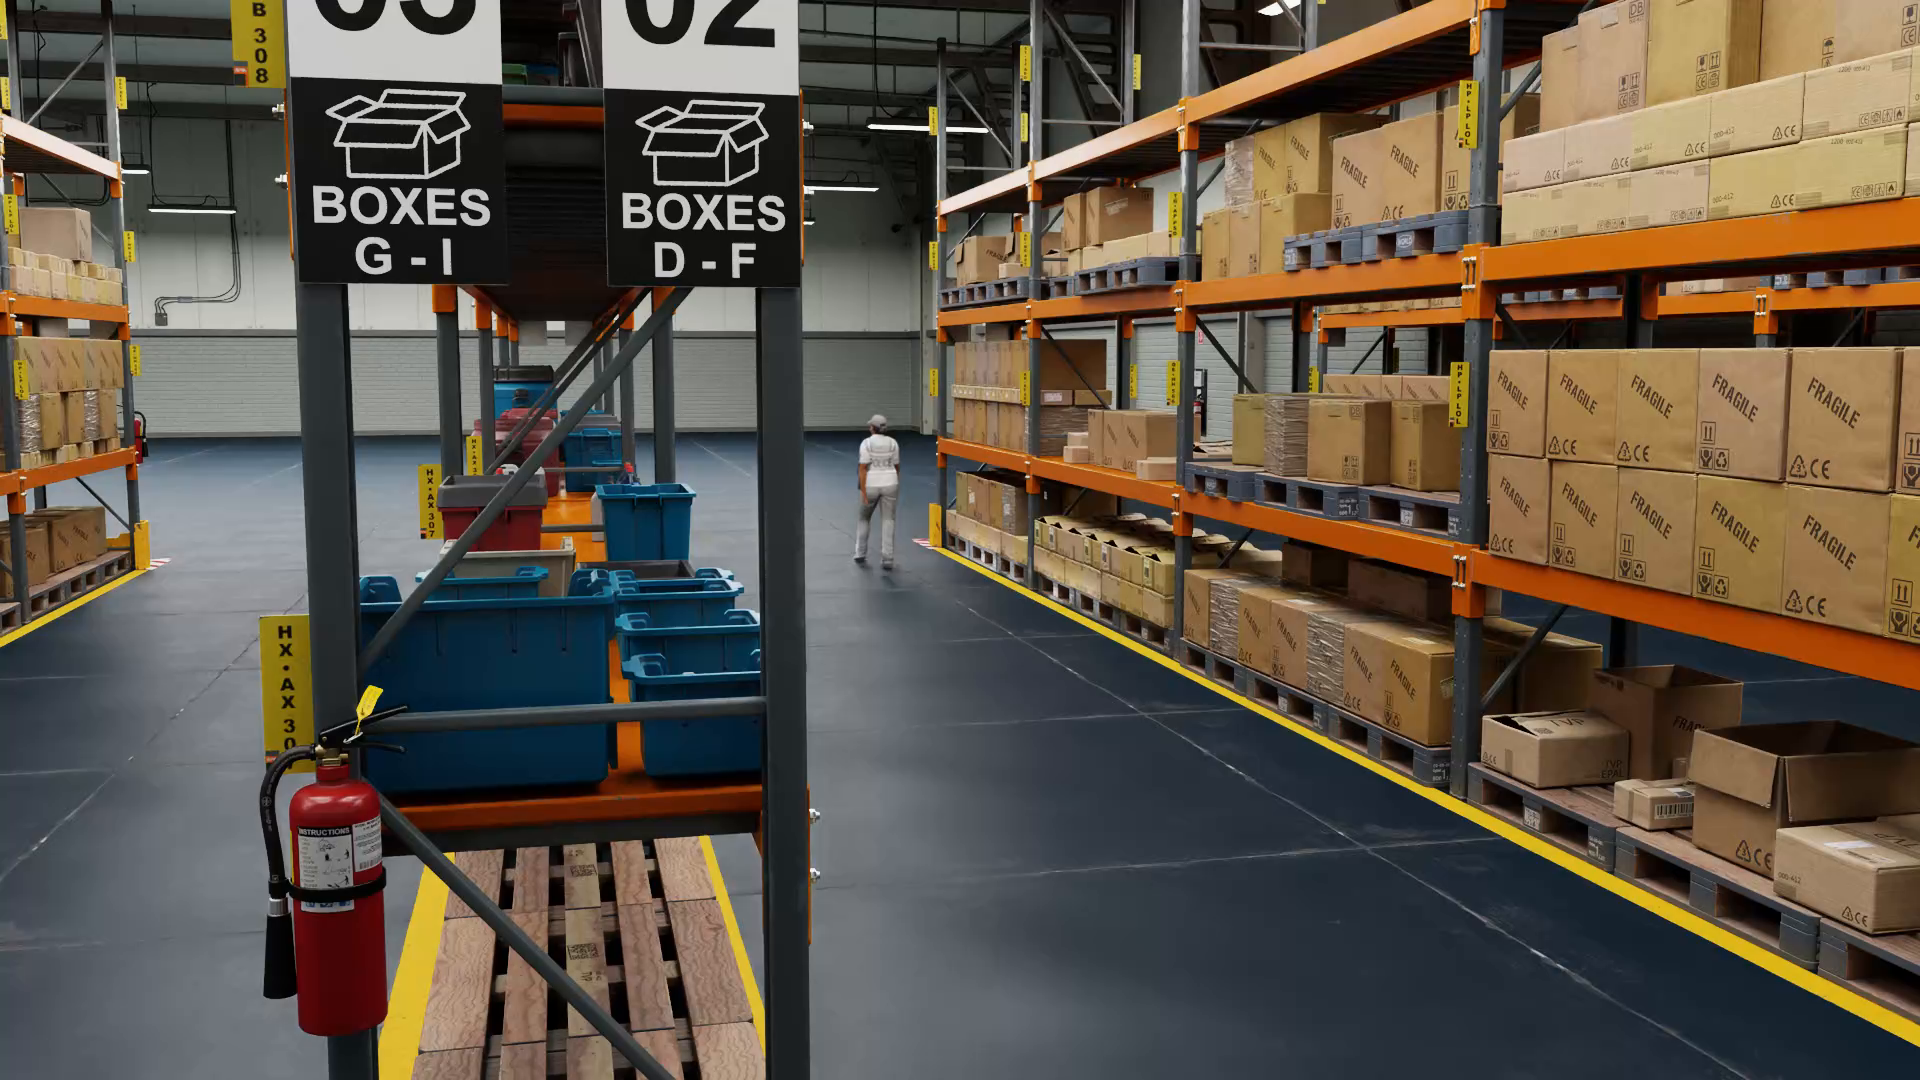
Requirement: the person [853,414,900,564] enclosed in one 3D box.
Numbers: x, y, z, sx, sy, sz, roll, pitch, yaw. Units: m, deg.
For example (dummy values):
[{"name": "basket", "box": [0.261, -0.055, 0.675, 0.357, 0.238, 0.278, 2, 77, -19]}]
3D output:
[{"name": "person", "box": [-0.906, -0.564, 18.256, 0.478, 1.637, 0.873, -1, 6, -13]}]
